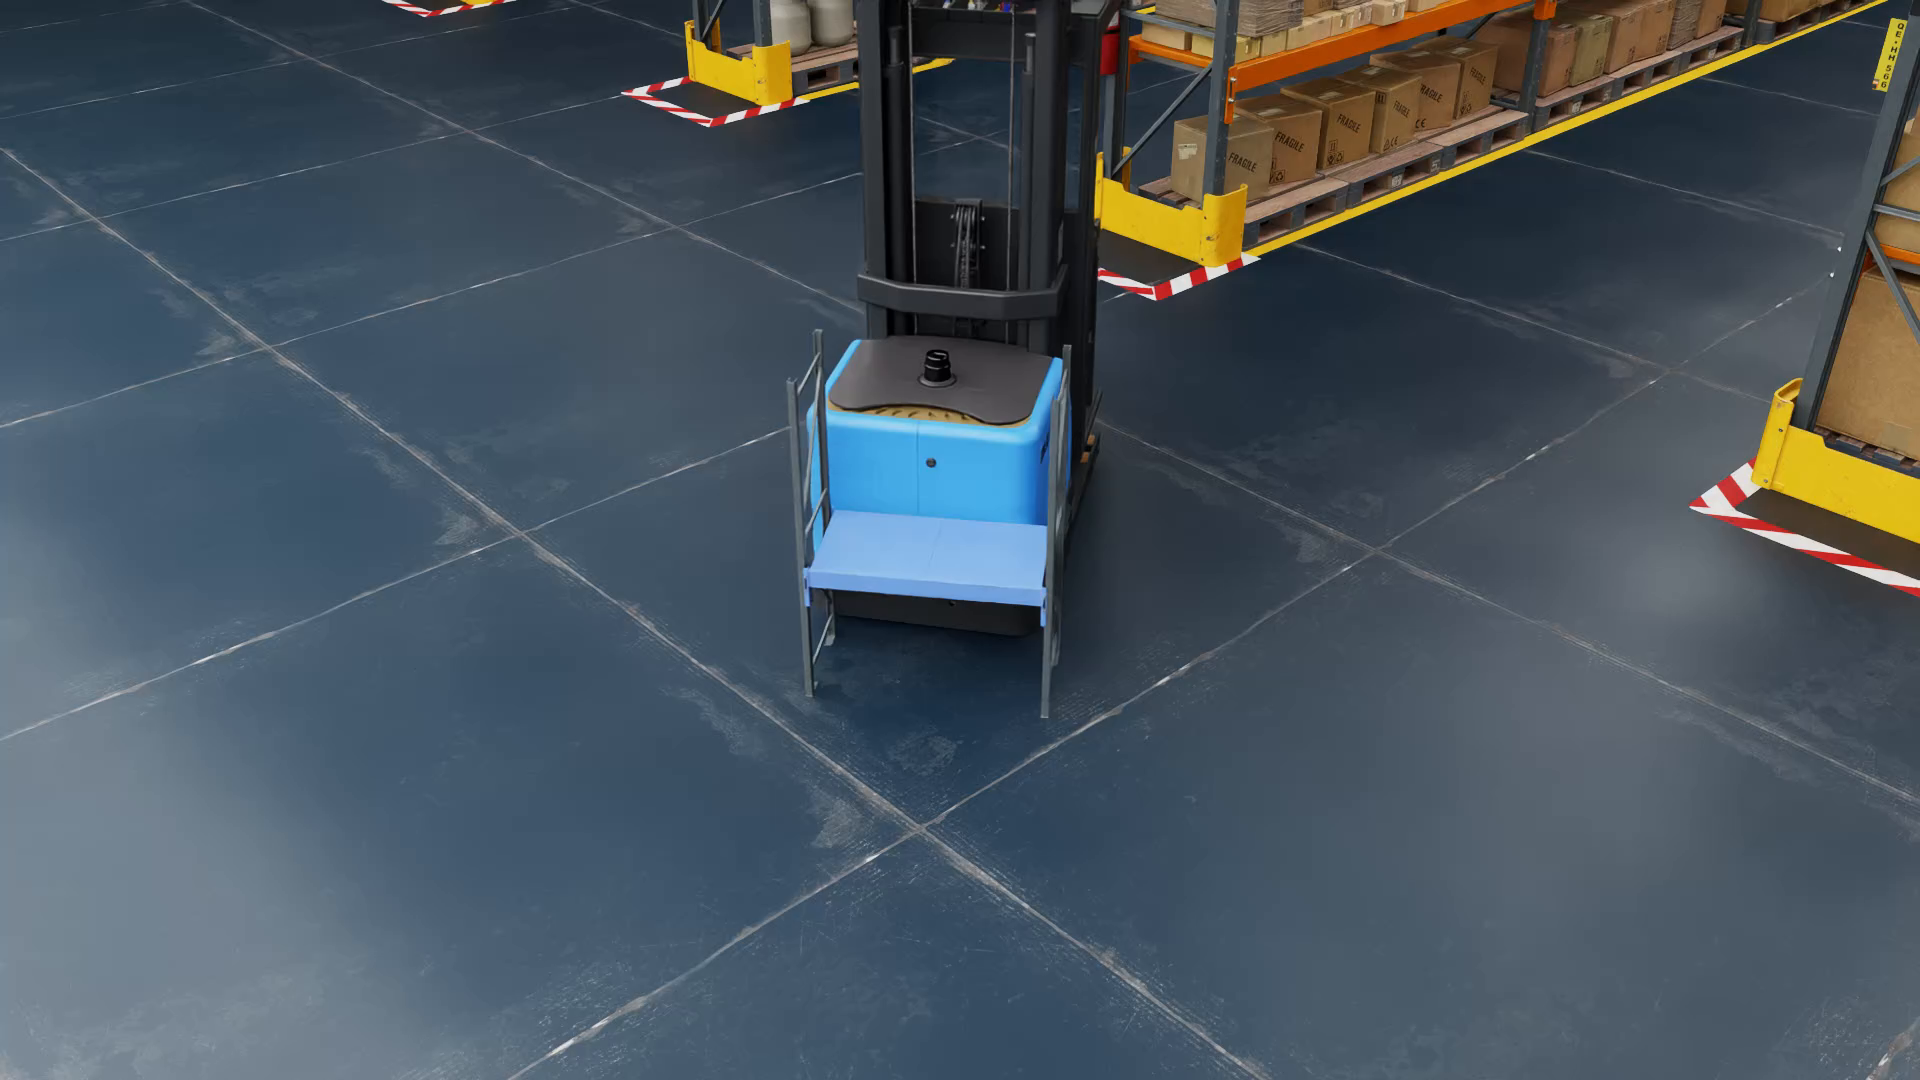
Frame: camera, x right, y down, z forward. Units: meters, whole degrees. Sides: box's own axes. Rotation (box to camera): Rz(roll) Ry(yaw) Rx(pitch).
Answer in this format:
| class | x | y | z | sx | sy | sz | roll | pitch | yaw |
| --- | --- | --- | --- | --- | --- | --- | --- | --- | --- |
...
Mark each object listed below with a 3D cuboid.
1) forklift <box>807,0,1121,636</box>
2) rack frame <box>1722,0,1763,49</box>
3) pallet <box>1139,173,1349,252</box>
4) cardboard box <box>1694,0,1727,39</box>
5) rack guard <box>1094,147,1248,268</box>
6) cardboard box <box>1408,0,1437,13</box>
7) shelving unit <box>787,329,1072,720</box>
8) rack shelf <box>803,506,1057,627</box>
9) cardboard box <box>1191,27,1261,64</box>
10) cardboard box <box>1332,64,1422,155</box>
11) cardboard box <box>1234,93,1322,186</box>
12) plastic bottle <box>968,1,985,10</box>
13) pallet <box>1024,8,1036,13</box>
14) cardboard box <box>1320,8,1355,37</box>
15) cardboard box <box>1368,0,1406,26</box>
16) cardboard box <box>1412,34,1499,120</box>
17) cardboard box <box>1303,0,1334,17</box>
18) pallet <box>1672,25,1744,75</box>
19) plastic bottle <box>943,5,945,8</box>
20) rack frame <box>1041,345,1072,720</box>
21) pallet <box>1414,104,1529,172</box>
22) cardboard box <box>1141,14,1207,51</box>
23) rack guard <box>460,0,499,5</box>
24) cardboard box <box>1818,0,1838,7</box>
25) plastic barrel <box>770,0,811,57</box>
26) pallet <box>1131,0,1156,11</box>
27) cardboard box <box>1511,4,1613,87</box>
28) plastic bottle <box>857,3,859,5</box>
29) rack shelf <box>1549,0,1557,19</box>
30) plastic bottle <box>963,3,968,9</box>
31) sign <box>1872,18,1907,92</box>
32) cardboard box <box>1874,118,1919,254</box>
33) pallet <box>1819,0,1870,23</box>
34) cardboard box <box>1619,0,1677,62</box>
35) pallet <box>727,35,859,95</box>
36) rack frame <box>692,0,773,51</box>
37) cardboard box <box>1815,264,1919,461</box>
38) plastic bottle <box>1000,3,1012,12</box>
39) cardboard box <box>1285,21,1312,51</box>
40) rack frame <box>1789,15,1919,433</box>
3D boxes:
| class | x | y | z | sx | sy | sz | roll | pitch | yaw |
| --- | --- | --- | --- | --- | --- | --- | --- | --- | --- |
| forklift | 0.136 | -1.580 | 8.025 | 1.130 | 2.935 | 3.031 | 6 | 32 | 10 |
| rack frame | 7.249 | -6.207 | 15.526 | 0.127 | 3.000 | 1.000 | -26 | 40 | -35 |
| pallet | 2.058 | -2.482 | 12.106 | 1.213 | 0.211 | 1.003 | -26 | 40 | -35 |
| cardboard box | 6.772 | -5.083 | 15.662 | 0.700 | 0.500 | 0.500 | 27 | 40 | 36 |
| rack guard | 1.439 | -2.330 | 11.581 | 0.348 | 0.500 | 1.175 | -26 | 40 | -35 |
| cardboard box | 3.248 | -3.966 | 12.102 | 0.250 | 0.149 | 0.380 | -26 | 40 | -35 |
| shelving unit | -0.109 | -0.051 | 6.895 | 1.048 | 1.500 | 0.538 | 4 | 32 | 7 |
| rack shelf | -0.109 | 0.103 | 6.989 | 1.000 | 0.185 | 0.538 | 4 | 32 | 7 |
| cardboard box | 1.754 | -3.272 | 10.967 | 0.250 | 0.149 | 0.380 | -26 | 40 | -35 |
| cardboard box | 3.179 | -3.318 | 12.795 | 0.500 | 0.500 | 0.500 | 25 | 39 | 35 |
| cardboard box | 2.267 | -2.923 | 12.148 | 0.500 | 0.500 | 0.500 | -15 | 35 | -23 |
| plastic bottle | 0.173 | -5.131 | 15.956 | 0.135 | 0.276 | 0.152 | -25 | 39 | -35 |
| pallet | 0.428 | -5.271 | 16.668 | 1.213 | 0.211 | 1.003 | -26 | 40 | -35 |
| cardboard box | 2.501 | -3.619 | 11.534 | 0.250 | 0.149 | 0.380 | -26 | 40 | -35 |
| cardboard box | 2.920 | -3.767 | 11.776 | 0.250 | 0.149 | 0.380 | -26 | 40 | -35 |
| cardboard box | 3.996 | -3.775 | 13.541 | 0.500 | 0.500 | 0.500 | -27 | 41 | -37 |
| cardboard box | 2.090 | -3.947 | 11.449 | 0.500 | 0.500 | 0.875 | -26 | 40 | -35 |
| pallet | 6.675 | -4.741 | 15.801 | 1.213 | 0.211 | 1.003 | -26 | 40 | -35 |
| plastic bottle | -0.192 | -4.934 | 15.636 | 0.097 | 0.271 | 0.097 | 0 | 31 | 0 |
| rack frame | 0.394 | -0.012 | 6.831 | 0.032 | 1.500 | 0.500 | 4 | 32 | 7 |
| pallet | 3.848 | -3.347 | 13.521 | 1.213 | 0.211 | 1.003 | -26 | 40 | -35 |
| cardboard box | 1.452 | -3.443 | 11.245 | 0.250 | 0.149 | 0.380 | -26 | 40 | -35 |
| rack guard | -5.367 | -6.086 | 17.723 | 0.348 | 0.500 | 1.175 | -26 | 40 | -35 |
| cardboard box | 8.428 | -6.030 | 16.870 | 0.875 | 0.875 | 1.225 | -26 | 40 | -35 |
| plastic barrel | -1.554 | -4.645 | 14.953 | 0.421 | 0.512 | 0.421 | 0 | 31 | 0 |
| pallet | 1.498 | -5.787 | 17.511 | 1.213 | 0.211 | 1.003 | -26 | 40 | -35 |
| cardboard box | 5.144 | -4.281 | 14.350 | 0.500 | 0.500 | 0.700 | -26 | 40 | -36 |
| plastic bottle | -0.936 | -5.077 | 15.939 | 0.097 | 0.201 | 0.097 | 0 | 31 | 0 |
| rack shelf | 5.783 | -5.191 | 14.553 | 4.000 | 0.370 | 1.077 | -26 | 40 | -35 |
| plastic bottle | 0.030 | -5.041 | 15.812 | 0.097 | 0.271 | 0.097 | 0 | 31 | 0 |
| sign | 4.323 | -2.244 | 7.707 | 0.005 | 0.325 | 0.100 | -26 | 40 | -35 |
| cardboard box | 4.923 | -1.649 | 7.928 | 0.550 | 0.550 | 0.875 | -26 | 40 | -35 |
| pallet | 8.773 | -5.699 | 17.368 | 1.213 | 0.211 | 1.003 | -26 | 40 | -35 |
| cardboard box | 5.962 | -4.678 | 14.999 | 0.500 | 0.500 | 0.700 | -22 | 38 | -32 |
| pallet | -1.362 | -4.406 | 15.253 | 1.213 | 0.211 | 1.003 | -26 | 40 | -35 |
| rack frame | -1.985 | -5.264 | 13.984 | 0.127 | 3.000 | 1.000 | -26 | 40 | -35 |
| cardboard box | 5.134 | -0.975 | 8.603 | 0.875 | 0.875 | 0.875 | -26 | 40 | -35 |
| plastic bottle | 0.440 | -5.231 | 16.112 | 0.133 | 0.283 | 0.061 | -23 | 38 | -32 |
| cardboard box | 2.144 | -3.437 | 11.236 | 0.250 | 0.149 | 0.380 | -26 | 40 | -35 |
| rack frame | 4.681 | -1.436 | 7.724 | 0.127 | 3.000 | 1.000 | -26 | 40 | -35 |
